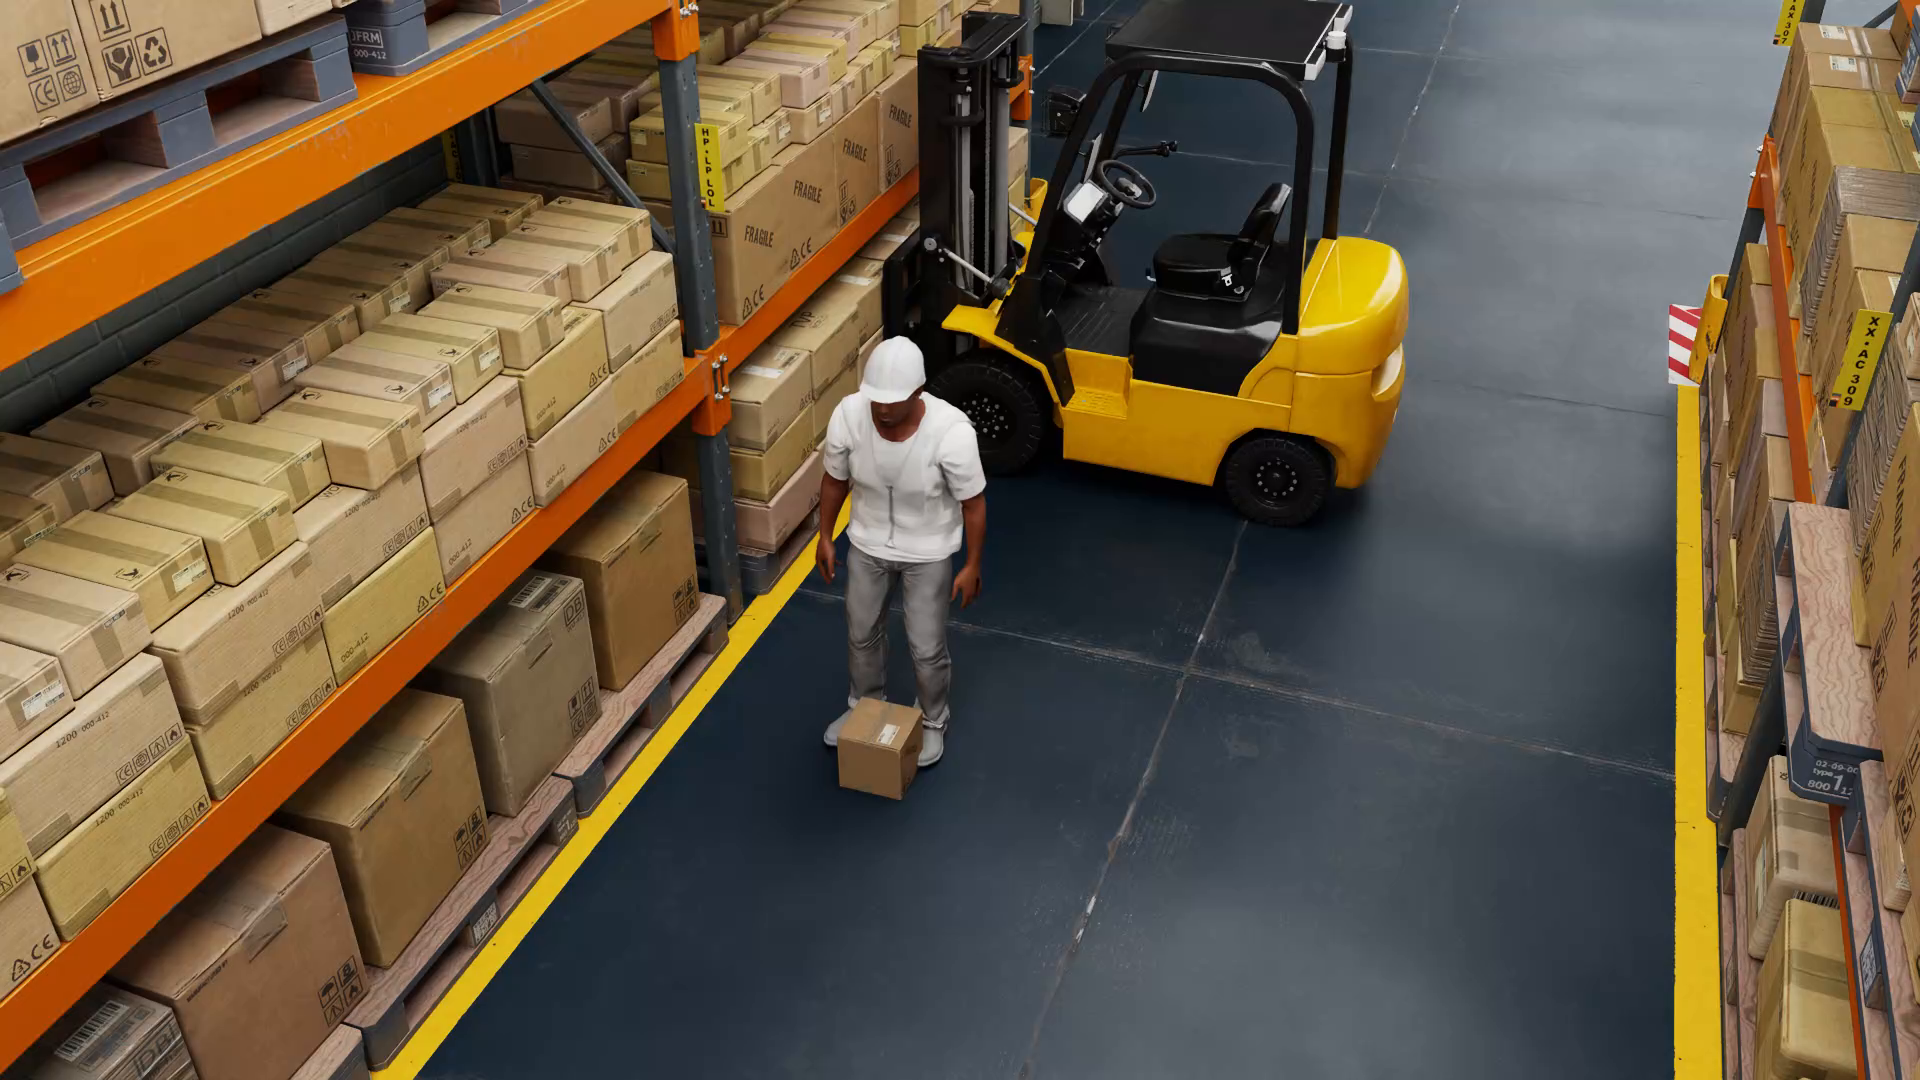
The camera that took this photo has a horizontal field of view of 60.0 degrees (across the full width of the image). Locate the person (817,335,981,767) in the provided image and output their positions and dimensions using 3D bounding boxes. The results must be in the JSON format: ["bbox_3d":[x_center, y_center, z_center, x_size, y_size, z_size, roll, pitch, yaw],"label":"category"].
[{"bbox_3d":[-0.234,0.036,6.068,0.626,1.760,0.461,12,35,18],"label":"person"}]
